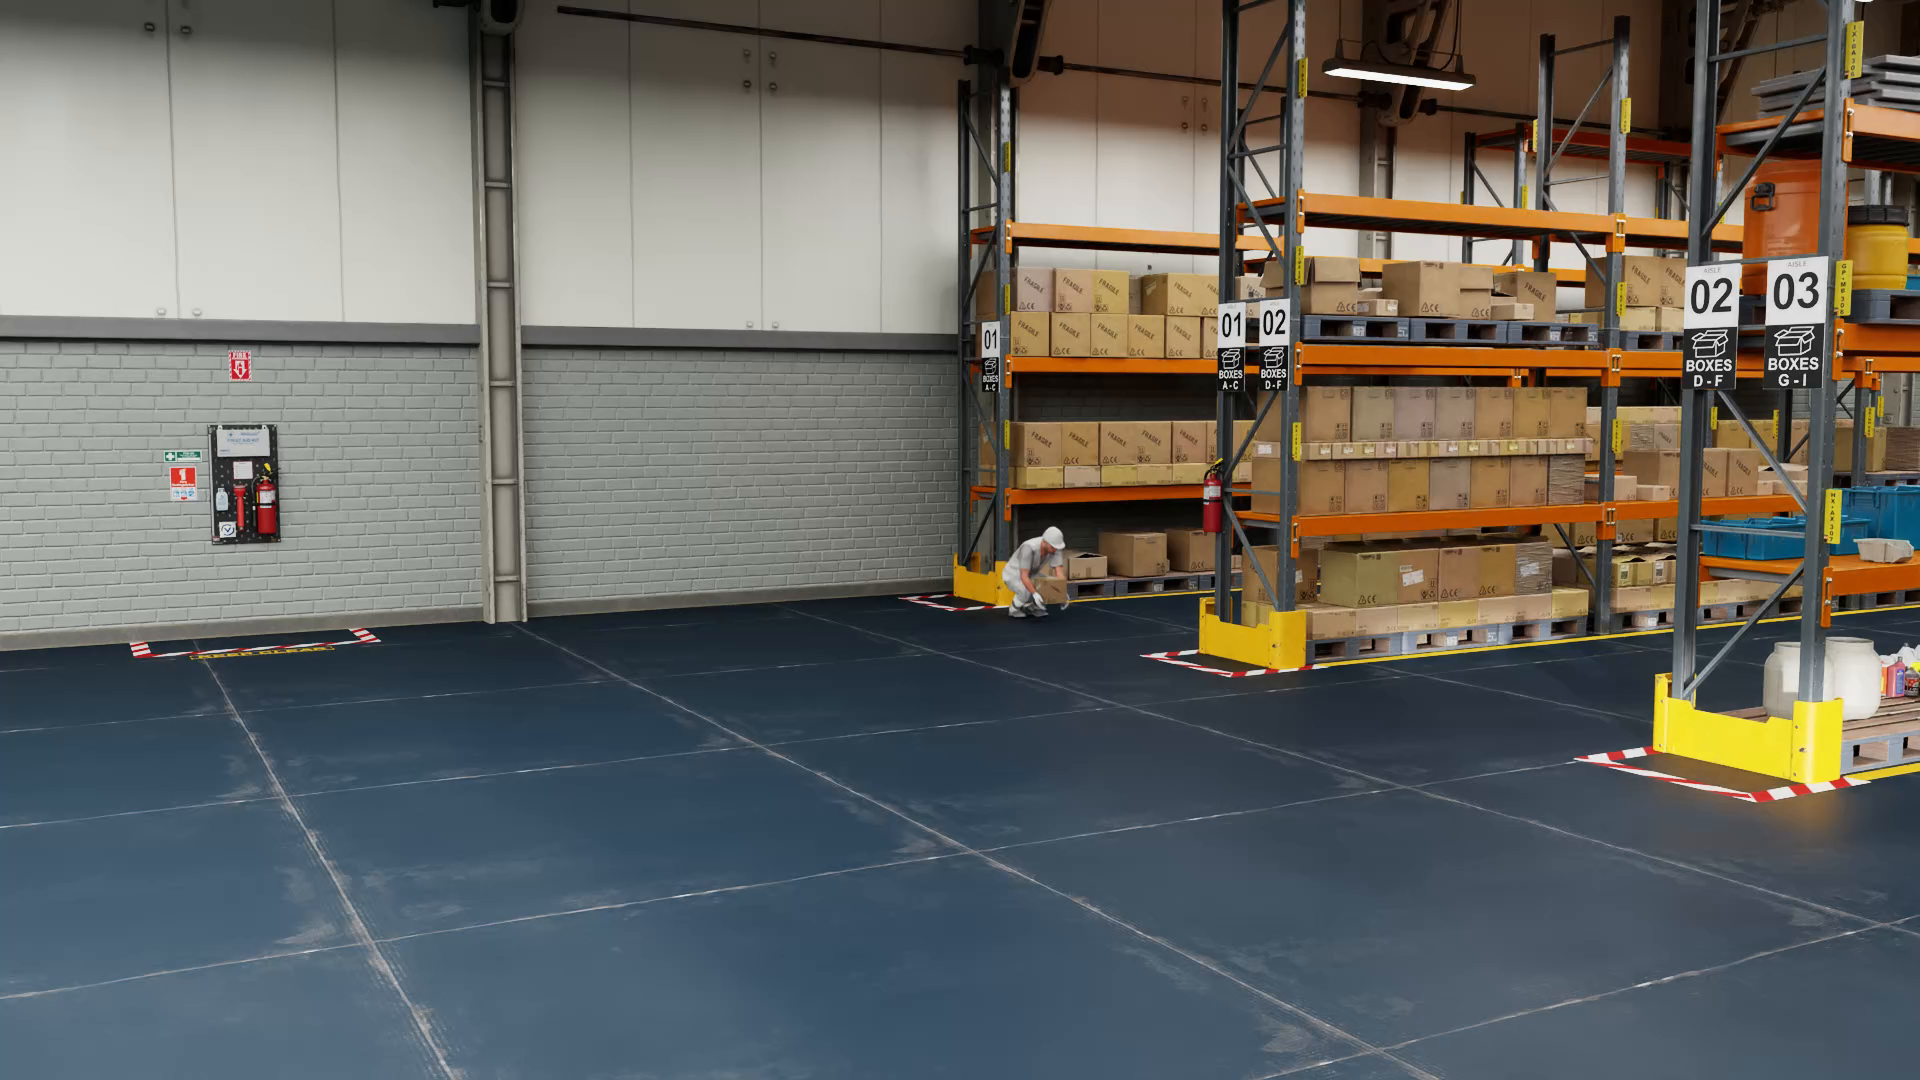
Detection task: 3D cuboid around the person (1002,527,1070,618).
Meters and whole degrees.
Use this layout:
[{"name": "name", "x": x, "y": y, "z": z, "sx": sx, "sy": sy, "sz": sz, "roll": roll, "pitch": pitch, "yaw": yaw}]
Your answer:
[{"name": "person", "x": 0.809, "y": 0.340, "z": 17.758, "sx": 0.562, "sy": 0.999, "sz": 0.837, "roll": -3, "pitch": 6, "yaw": -31}]
